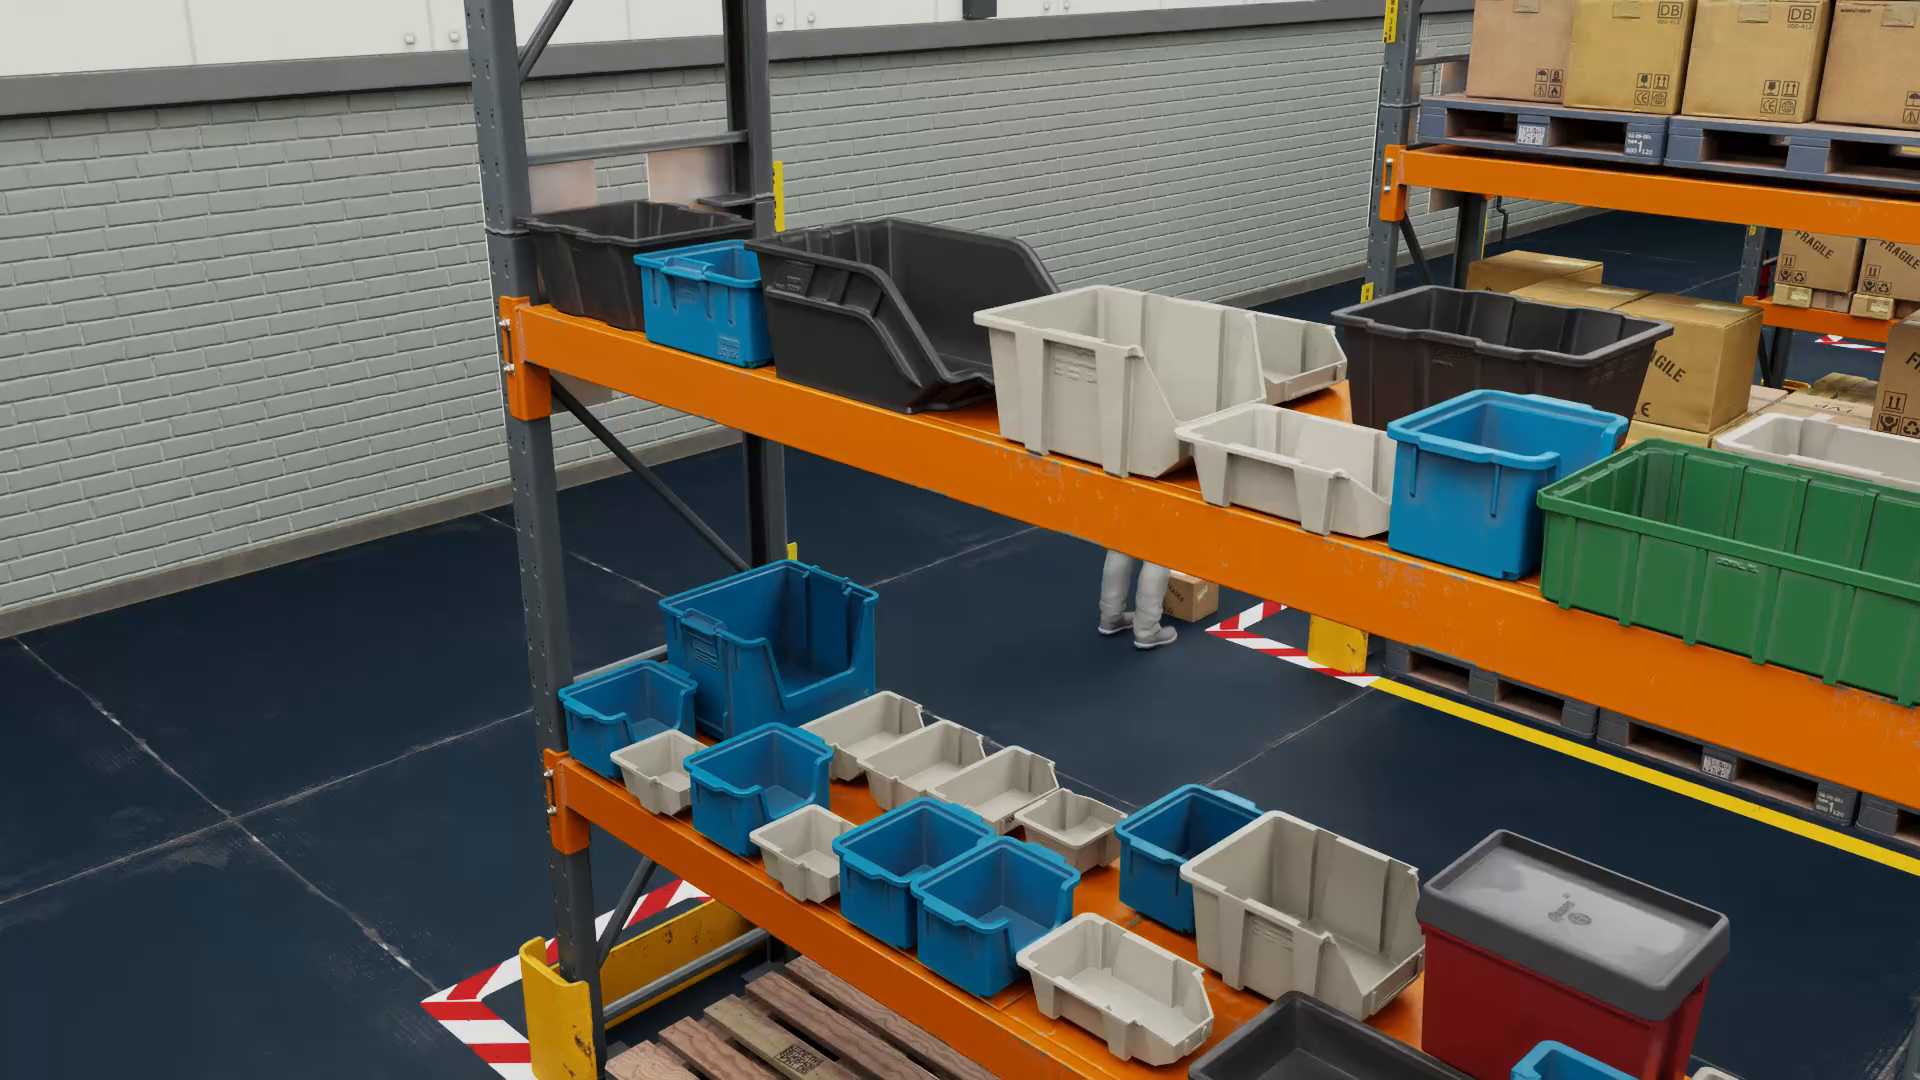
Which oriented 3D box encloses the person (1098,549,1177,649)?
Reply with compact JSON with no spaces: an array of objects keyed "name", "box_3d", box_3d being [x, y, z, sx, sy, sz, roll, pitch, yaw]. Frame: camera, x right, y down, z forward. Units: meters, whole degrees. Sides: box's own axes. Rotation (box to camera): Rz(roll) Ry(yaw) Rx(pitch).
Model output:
[{"name":"person","box_3d":[0.995,-0.266,9.311,0.391,1.743,0.530,-19,28,-41]}]
